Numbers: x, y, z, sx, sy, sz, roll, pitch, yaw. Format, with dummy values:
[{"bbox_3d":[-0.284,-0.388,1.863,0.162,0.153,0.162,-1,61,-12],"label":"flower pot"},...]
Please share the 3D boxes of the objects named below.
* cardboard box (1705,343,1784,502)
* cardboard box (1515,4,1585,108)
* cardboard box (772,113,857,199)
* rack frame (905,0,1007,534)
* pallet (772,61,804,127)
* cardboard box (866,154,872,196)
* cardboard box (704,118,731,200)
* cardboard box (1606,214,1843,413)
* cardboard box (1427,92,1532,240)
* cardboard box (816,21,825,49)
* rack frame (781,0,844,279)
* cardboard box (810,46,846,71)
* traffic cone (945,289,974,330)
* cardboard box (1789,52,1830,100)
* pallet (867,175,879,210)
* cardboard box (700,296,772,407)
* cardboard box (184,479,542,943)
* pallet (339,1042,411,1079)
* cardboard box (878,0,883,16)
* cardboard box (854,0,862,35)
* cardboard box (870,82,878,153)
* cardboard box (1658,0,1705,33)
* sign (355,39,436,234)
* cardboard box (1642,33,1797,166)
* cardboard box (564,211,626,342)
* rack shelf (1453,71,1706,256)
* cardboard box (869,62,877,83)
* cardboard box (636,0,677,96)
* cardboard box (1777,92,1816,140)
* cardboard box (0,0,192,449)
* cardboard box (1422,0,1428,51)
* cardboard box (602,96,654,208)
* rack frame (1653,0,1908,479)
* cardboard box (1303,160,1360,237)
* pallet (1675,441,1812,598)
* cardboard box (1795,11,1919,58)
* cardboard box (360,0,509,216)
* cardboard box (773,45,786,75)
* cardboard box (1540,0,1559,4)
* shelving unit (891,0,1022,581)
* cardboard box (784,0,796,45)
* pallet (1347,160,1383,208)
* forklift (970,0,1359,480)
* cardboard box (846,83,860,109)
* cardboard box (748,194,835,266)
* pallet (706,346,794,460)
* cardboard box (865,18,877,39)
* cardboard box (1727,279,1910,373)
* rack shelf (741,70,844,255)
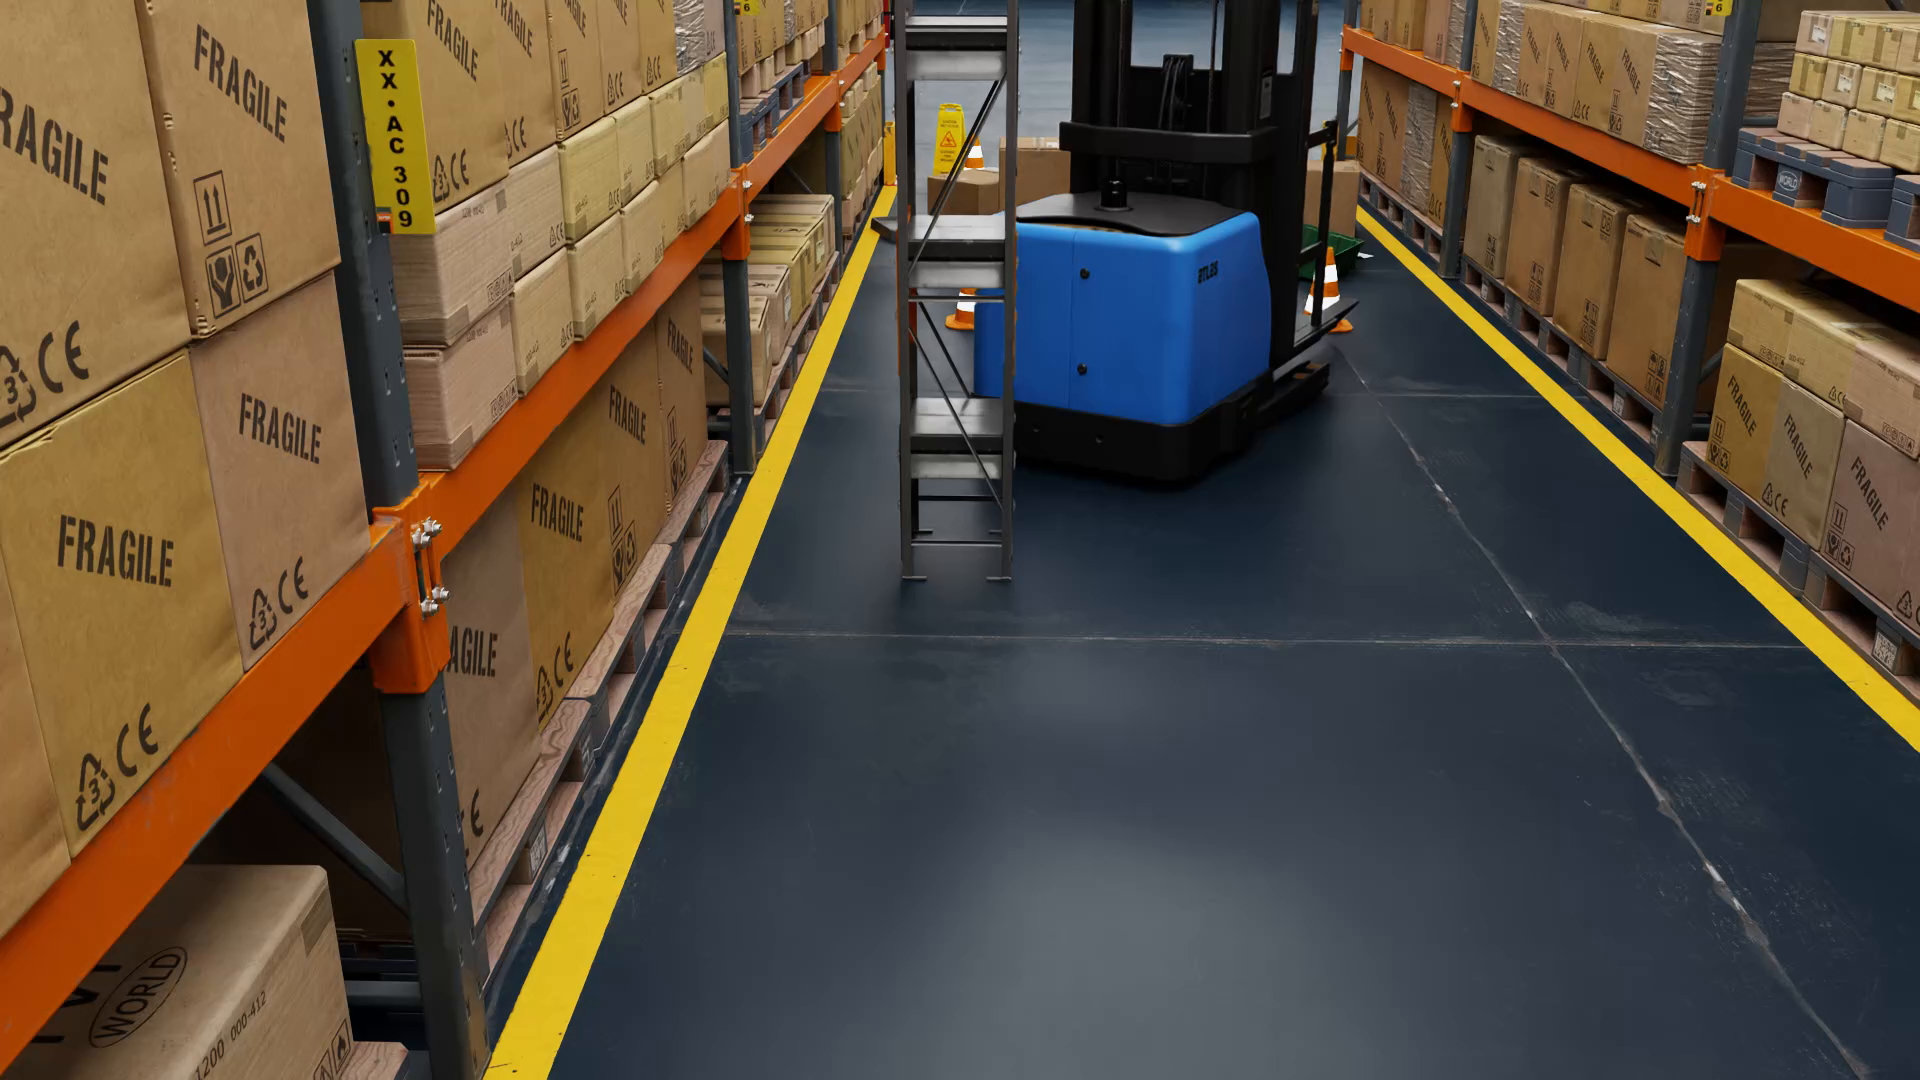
[{"bbox_3d":[3.276,-0.459,6.439,0.500,0.500,0.500,0,21,-1],"label":"cardboard box"},{"bbox_3d":[3.356,-2.624,9.006,0.500,0.500,0.500,1,21,1],"label":"cardboard box"},{"bbox_3d":[-0.989,-2.619,11.317,0.500,0.500,0.500,2,21,4],"label":"cardboard box"},{"bbox_3d":[0.002,-1.007,6.222,0.400,2.100,0.015,1,21,2],"label":"rack frame"},{"bbox_3d":[-1.379,-2.326,8.642,1.003,0.211,1.213,1,21,2],"label":"pallet"},{"bbox_3d":[-0.945,-2.834,12.906,0.500,0.250,0.500,0,21,0],"label":"cardboard box"},{"bbox_3d":[-1.154,-1.443,6.310,0.500,0.250,0.500,0,21,0],"label":"cardboard box"},{"bbox_3d":[3.661,-1.047,7.611,1.050,0.750,0.750,0,21,1],"label":"cardboard box"},{"bbox_3d":[3.763,-2.559,11.335,0.875,0.875,0.875,1,21,2],"label":"cardboard box"},{"bbox_3d":[-1.017,-3.035,9.971,0.380,0.149,0.250,1,21,2],"label":"cardboard box"},{"bbox_3d":[-1.277,-3.145,10.489,1.000,3.000,0.127,1,21,2],"label":"rack frame"},{"bbox_3d":[-0.947,-3.139,10.819,0.380,0.149,0.250,1,21,1],"label":"cardboard box"},{"bbox_3d":[0.085,-1.499,9.752,0.336,0.463,0.334,1,21,2],"label":"traffic cone"},{"bbox_3d":[3.337,-1.726,6.186,0.380,0.149,0.250,2,21,4],"label":"cardboard box"},{"bbox_3d":[-1.218,-2.971,13.894,1.003,0.211,1.213,1,21,2],"label":"pallet"},{"bbox_3d":[-1.371,-0.874,7.687,0.950,0.372,0.625,-1,21,-2],"label":"cardboard box"},{"bbox_3d":[-1.581,0.317,3.922,0.875,0.875,0.875,1,21,3],"label":"cardboard box"},{"bbox_3d":[-1.622,1.321,2.832,1.003,0.211,1.213,1,21,2],"label":"pallet"},{"bbox_3d":[-0.896,-4.578,13.631,0.500,0.500,0.500,0,21,1],"label":"cardboard box"},{"bbox_3d":[-0.965,-3.850,11.755,0.500,0.500,0.500,0,21,1],"label":"cardboard box"},{"bbox_3d":[-0.931,-3.374,13.261,0.500,0.500,0.500,1,21,4],"label":"cardboard box"},{"bbox_3d":[3.590,-2.539,7.405,0.700,0.500,0.500,0,21,1],"label":"cardboard box"},{"bbox_3d":[-0.965,-0.688,2.849,0.100,0.325,0.005,1,21,2],"label":"sign"},{"bbox_3d":[3.298,-1.894,7.124,0.500,0.500,0.500,1,21,2],"label":"cardboard box"},{"bbox_3d":[-1.197,-0.711,4.423,0.500,0.250,0.500,0,21,1],"label":"cardboard box"},{"bbox_3d":[3.613,-2.069,8.709,1.077,0.370,4.000,1,21,2],"label":"rack shelf"},{"bbox_3d":[-0.863,-3.732,13.287,0.380,0.149,0.250,1,21,3],"label":"cardboard box"},{"bbox_3d":[-1.182,-1.657,5.132,0.500,0.500,0.500,1,21,2],"label":"cardboard box"},{"bbox_3d":[3.337,-1.600,6.273,0.380,0.149,0.250,0,21,1],"label":"cardboard box"},{"bbox_3d":[-1.282,-0.409,1.915,0.500,0.500,0.500,0,21,1],"label":"cardboard box"},{"bbox_3d":[3.801,-3.724,11.772,0.875,0.550,0.550,1,21,2],"label":"cardboard box"},{"bbox_3d":[-1.182,-1.126,4.800,0.500,0.250,0.500,0,21,0],"label":"cardboard box"},{"bbox_3d":[3.552,-1.681,6.715,1.000,3.000,0.127,1,21,2],"label":"rack frame"},{"bbox_3d":[2.695,-2.536,12.370,0.500,0.500,0.500,4,22,11],"label":"cardboard box"},{"bbox_3d":[3.527,-0.099,6.491,1.003,0.211,1.213,1,21,2],"label":"pallet"},{"bbox_3d":[3.344,-1.871,6.148,0.380,0.149,0.250,1,21,2],"label":"cardboard box"},{"bbox_3d":[-1.219,-0.922,3.237,0.500,0.500,0.500,1,21,2],"label":"cardboard box"},{"bbox_3d":[-1.105,-2.477,8.533,0.380,0.149,0.250,1,21,3],"label":"cardboard box"},{"bbox_3d":[3.651,-3.275,9.301,0.700,0.500,0.500,0,21,1],"label":"cardboard box"},{"bbox_3d":[-0.005,-0.919,5.995,0.431,2.100,0.503,1,21,2],"label":"shelving unit"},{"bbox_3d":[-1.112,-2.802,8.473,0.500,0.500,0.500,0,21,0],"label":"cardboard box"},{"bbox_3d":[3.849,-2.984,13.927,1.003,0.211,1.213,1,21,2],"label":"pallet"},{"bbox_3d":[1.214,-2.105,7.902,1.130,2.935,3.031,12,24,28],"label":"forklift"},{"bbox_3d":[-0.911,-3.152,11.793,0.380,0.149,0.250,1,21,4],"label":"cardboard box"},{"bbox_3d":[-1.290,-1.926,10.399,0.950,0.372,0.625,1,21,2],"label":"cardboard box"},{"bbox_3d":[-1.373,-0.682,7.994,1.003,0.211,1.213,1,21,2],"label":"pallet"},{"bbox_3d":[-0.856,-4.058,13.189,0.380,0.149,0.250,1,21,3],"label":"cardboard box"},{"bbox_3d":[3.289,-0.815,6.320,0.500,0.250,0.500,0,21,-1],"label":"cardboard box"},{"bbox_3d":[-1.338,-2.087,8.755,1.077,0.370,4.000,1,21,2],"label":"rack shelf"}]
